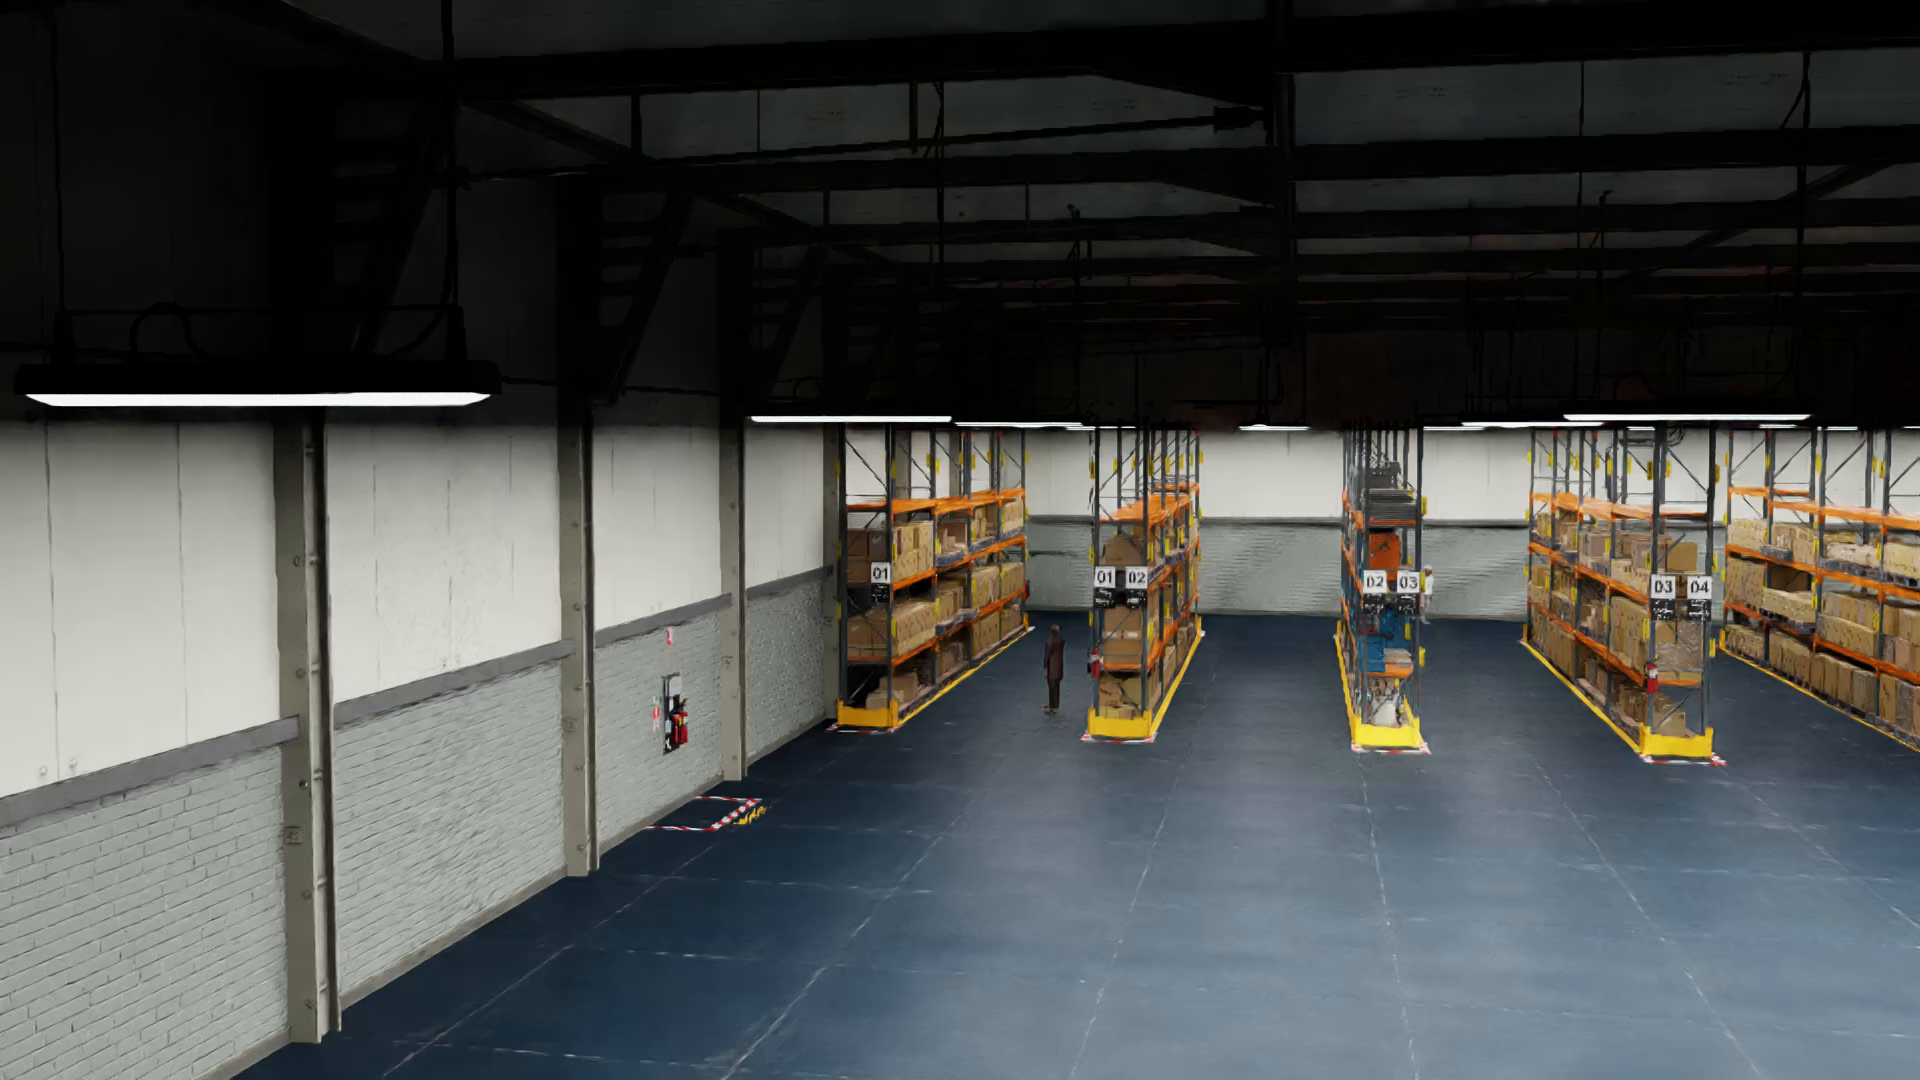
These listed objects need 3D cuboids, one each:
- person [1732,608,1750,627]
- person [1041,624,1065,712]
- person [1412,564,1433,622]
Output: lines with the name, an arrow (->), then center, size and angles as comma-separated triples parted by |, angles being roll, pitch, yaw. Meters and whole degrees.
person -> 21.267, 1.953, 45.084 | 0.522, 1.707, 0.734 | -1, 4, -15
person -> 1.879, 2.606, 34.073 | 0.555, 1.781, 0.626 | 3, 5, 40
person -> 13.967, 1.600, 50.119 | 0.614, 1.760, 0.572 | -2, 4, -25
